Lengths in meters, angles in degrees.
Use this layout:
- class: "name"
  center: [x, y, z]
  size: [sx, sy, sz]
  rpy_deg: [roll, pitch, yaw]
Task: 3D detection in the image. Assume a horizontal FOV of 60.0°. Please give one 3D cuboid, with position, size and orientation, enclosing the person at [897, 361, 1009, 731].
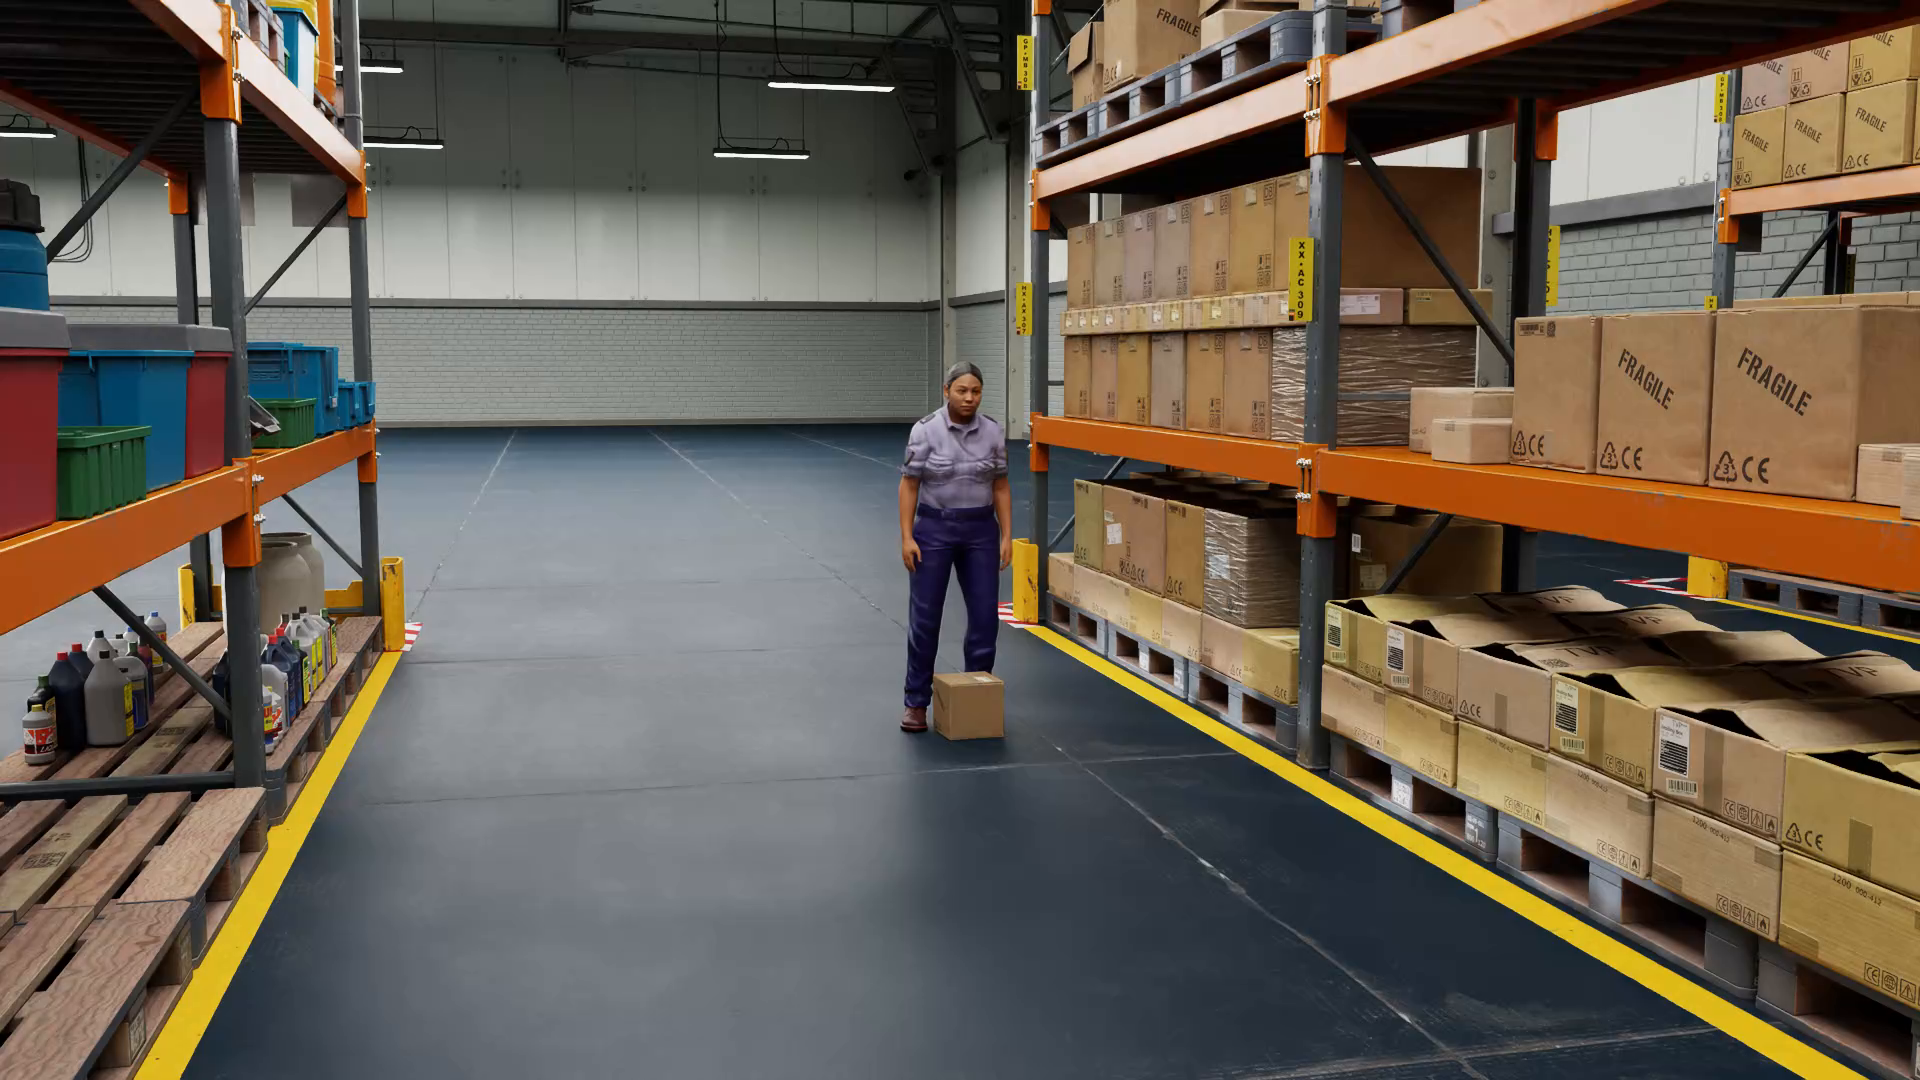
- class: "person"
  center: [-0.024, 0.020, 7.544]
  size: [0.537, 1.651, 0.418]
  rpy_deg: [-2, 6, -14]
